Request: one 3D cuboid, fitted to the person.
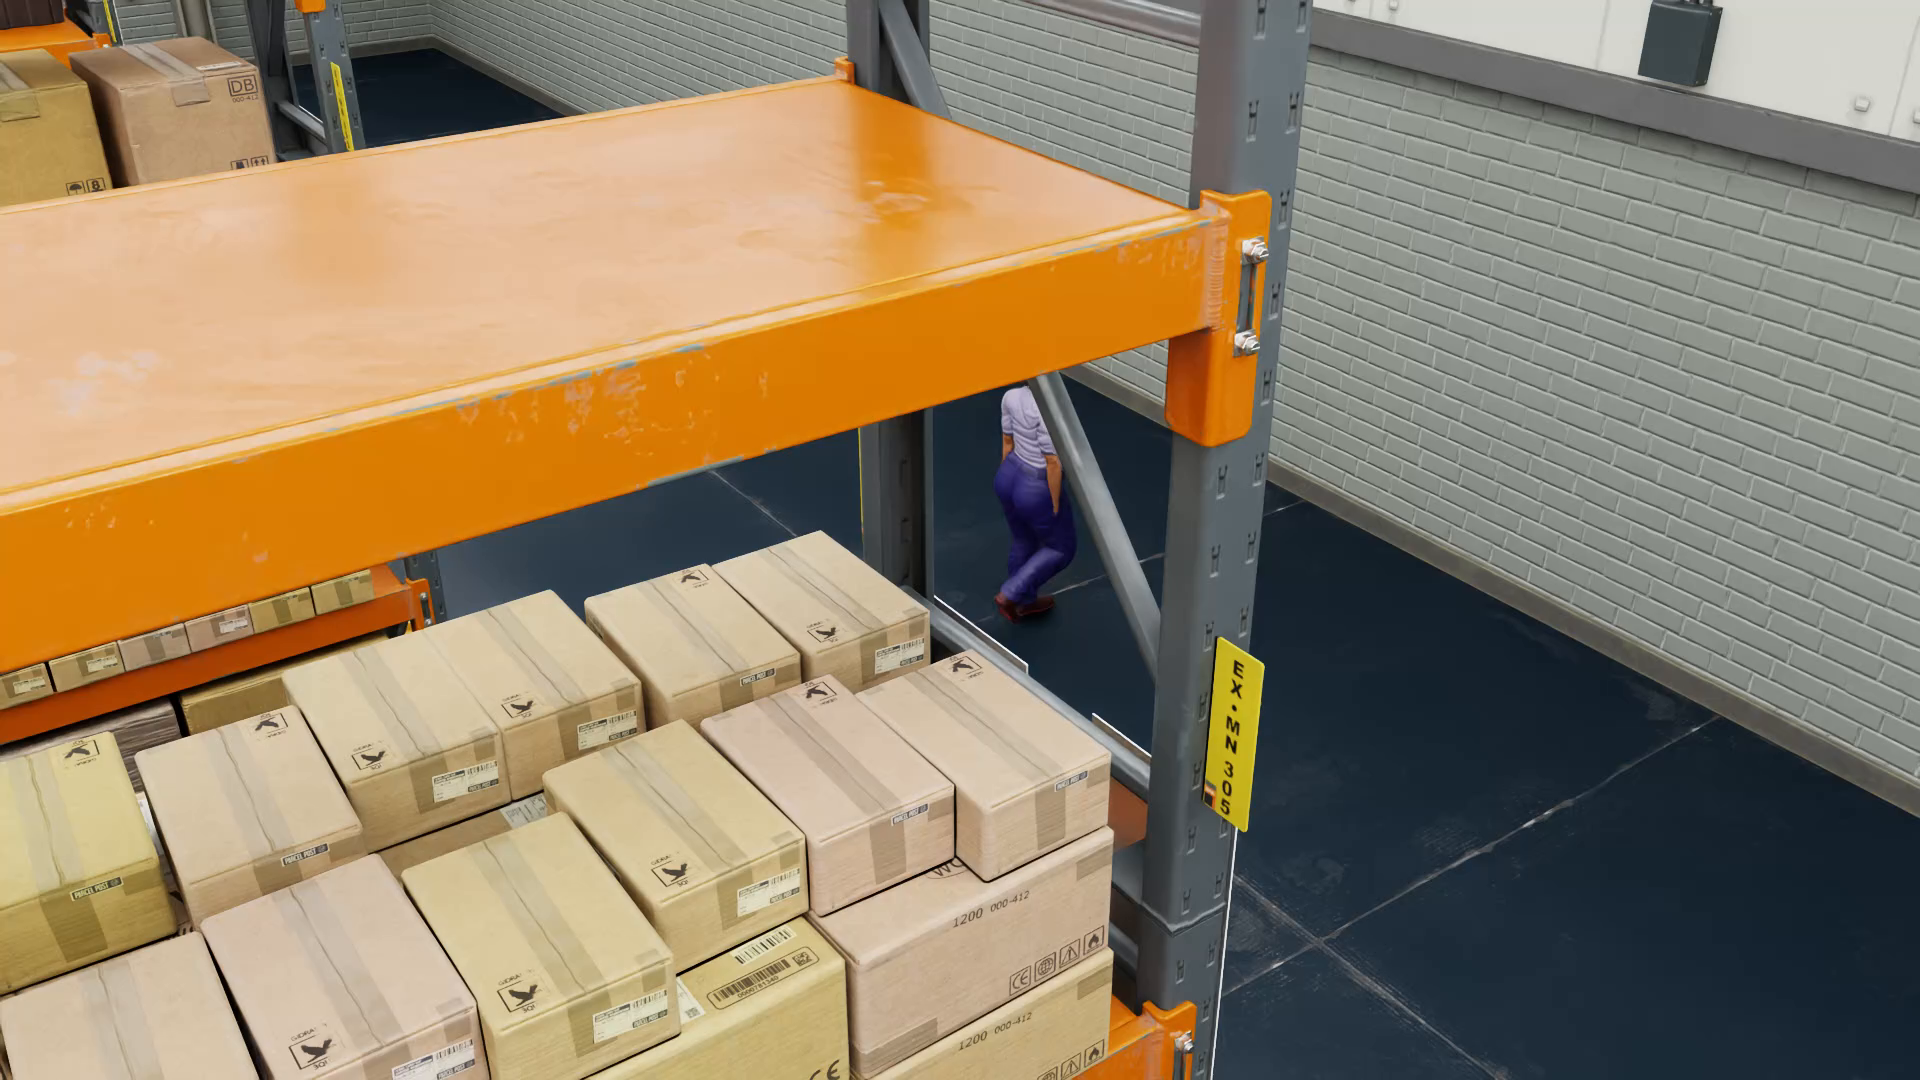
[{"bbox_3d":[0.353,-0.258,9.115,0.531,1.639,0.487,-18,34,-30],"label":"person"}]
